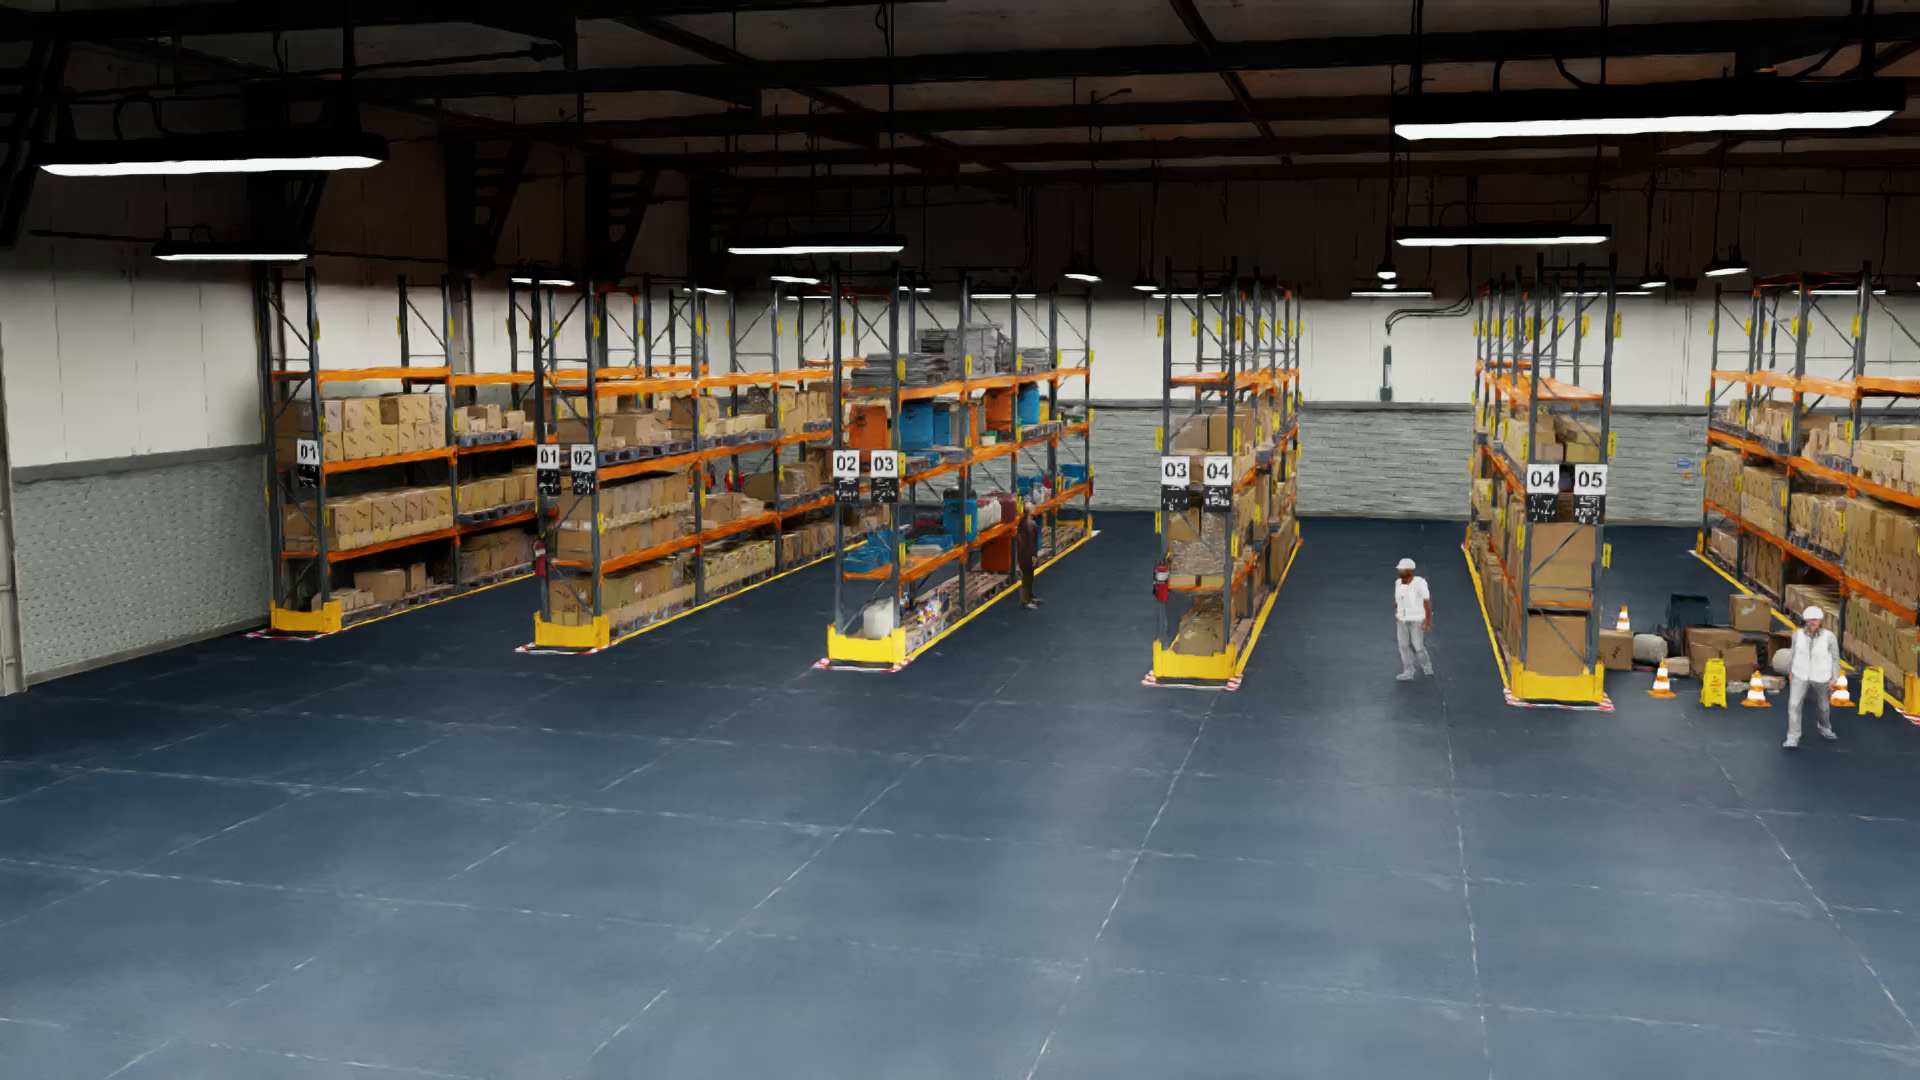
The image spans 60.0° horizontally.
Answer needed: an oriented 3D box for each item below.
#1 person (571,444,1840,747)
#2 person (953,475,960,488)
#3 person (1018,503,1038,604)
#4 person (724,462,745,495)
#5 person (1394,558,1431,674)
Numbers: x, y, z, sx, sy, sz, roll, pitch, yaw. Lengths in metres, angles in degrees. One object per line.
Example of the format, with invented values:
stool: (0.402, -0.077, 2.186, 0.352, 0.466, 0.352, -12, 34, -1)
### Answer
person: (2.339, 0.475, 23.228, 17.385, 3.192, 4.638, 5, 9, 35)
person: (0.033, -0.674, 37.785, 0.682, 1.633, 0.476, 2, 7, 13)
person: (1.142, 0.215, 28.227, 0.380, 1.704, 0.652, -1, 7, -11)
person: (-5.708, -1.162, 42.047, 0.542, 1.645, 1.126, 2, 8, 17)
person: (6.492, 1.094, 23.813, 0.566, 1.692, 0.611, -6, 9, -39)
